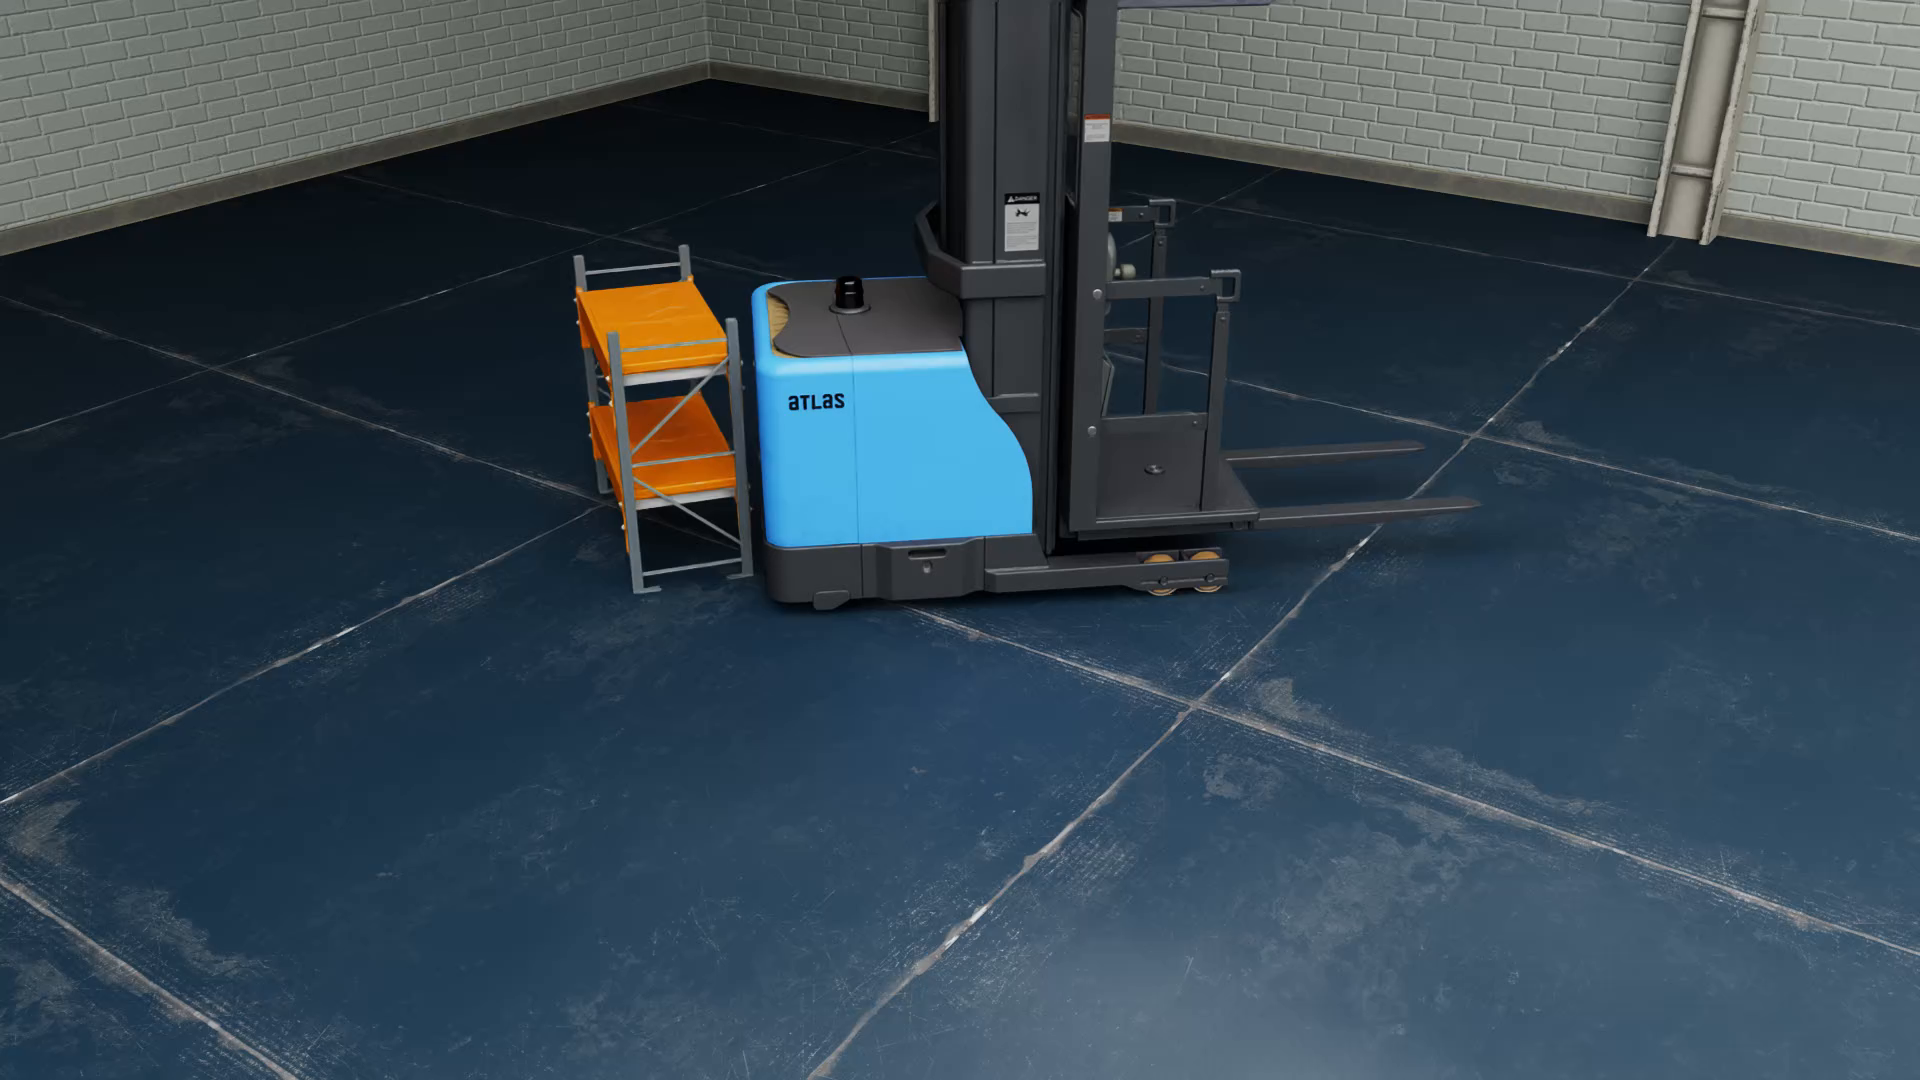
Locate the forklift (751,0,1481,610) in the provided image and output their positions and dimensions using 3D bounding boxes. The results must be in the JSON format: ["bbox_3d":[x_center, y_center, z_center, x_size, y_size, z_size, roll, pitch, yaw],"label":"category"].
[{"bbox_3d":[0.667,-1.313,6.598,3.031,2.935,1.130,-3,27,-7],"label":"forklift"}]

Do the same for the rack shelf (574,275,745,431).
[{"bbox_3d":[-1.268,-0.800,6.937,0.538,0.278,1.000,-9,28,-17],"label":"rack shelf"}]

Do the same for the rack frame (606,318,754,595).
[{"bbox_3d":[-1.104,-0.321,6.641,0.500,1.125,0.032,-9,28,-17],"label":"rack frame"}]

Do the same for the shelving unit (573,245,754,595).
[{"bbox_3d":[-1.268,-0.539,7.070,0.538,1.125,1.048,-9,28,-17],"label":"shelving unit"}]

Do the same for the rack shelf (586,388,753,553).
[{"bbox_3d":[-1.268,-0.321,7.180,0.538,0.278,1.000,-9,28,-17],"label":"rack shelf"}]

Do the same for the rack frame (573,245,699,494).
[{"bbox_3d":[-1.431,-0.758,7.498,0.500,1.125,0.032,-9,28,-17],"label":"rack frame"}]

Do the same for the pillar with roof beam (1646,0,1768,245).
[{"bbox_3d":[2.487,-4.482,6.135,0.400,9.000,9.100,17,32,30],"label":"pillar with roof beam"}]

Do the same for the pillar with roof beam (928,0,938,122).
[{"bbox_3d":[-2.459,-6.023,9.163,0.400,9.000,9.100,17,32,30],"label":"pillar with roof beam"}]
